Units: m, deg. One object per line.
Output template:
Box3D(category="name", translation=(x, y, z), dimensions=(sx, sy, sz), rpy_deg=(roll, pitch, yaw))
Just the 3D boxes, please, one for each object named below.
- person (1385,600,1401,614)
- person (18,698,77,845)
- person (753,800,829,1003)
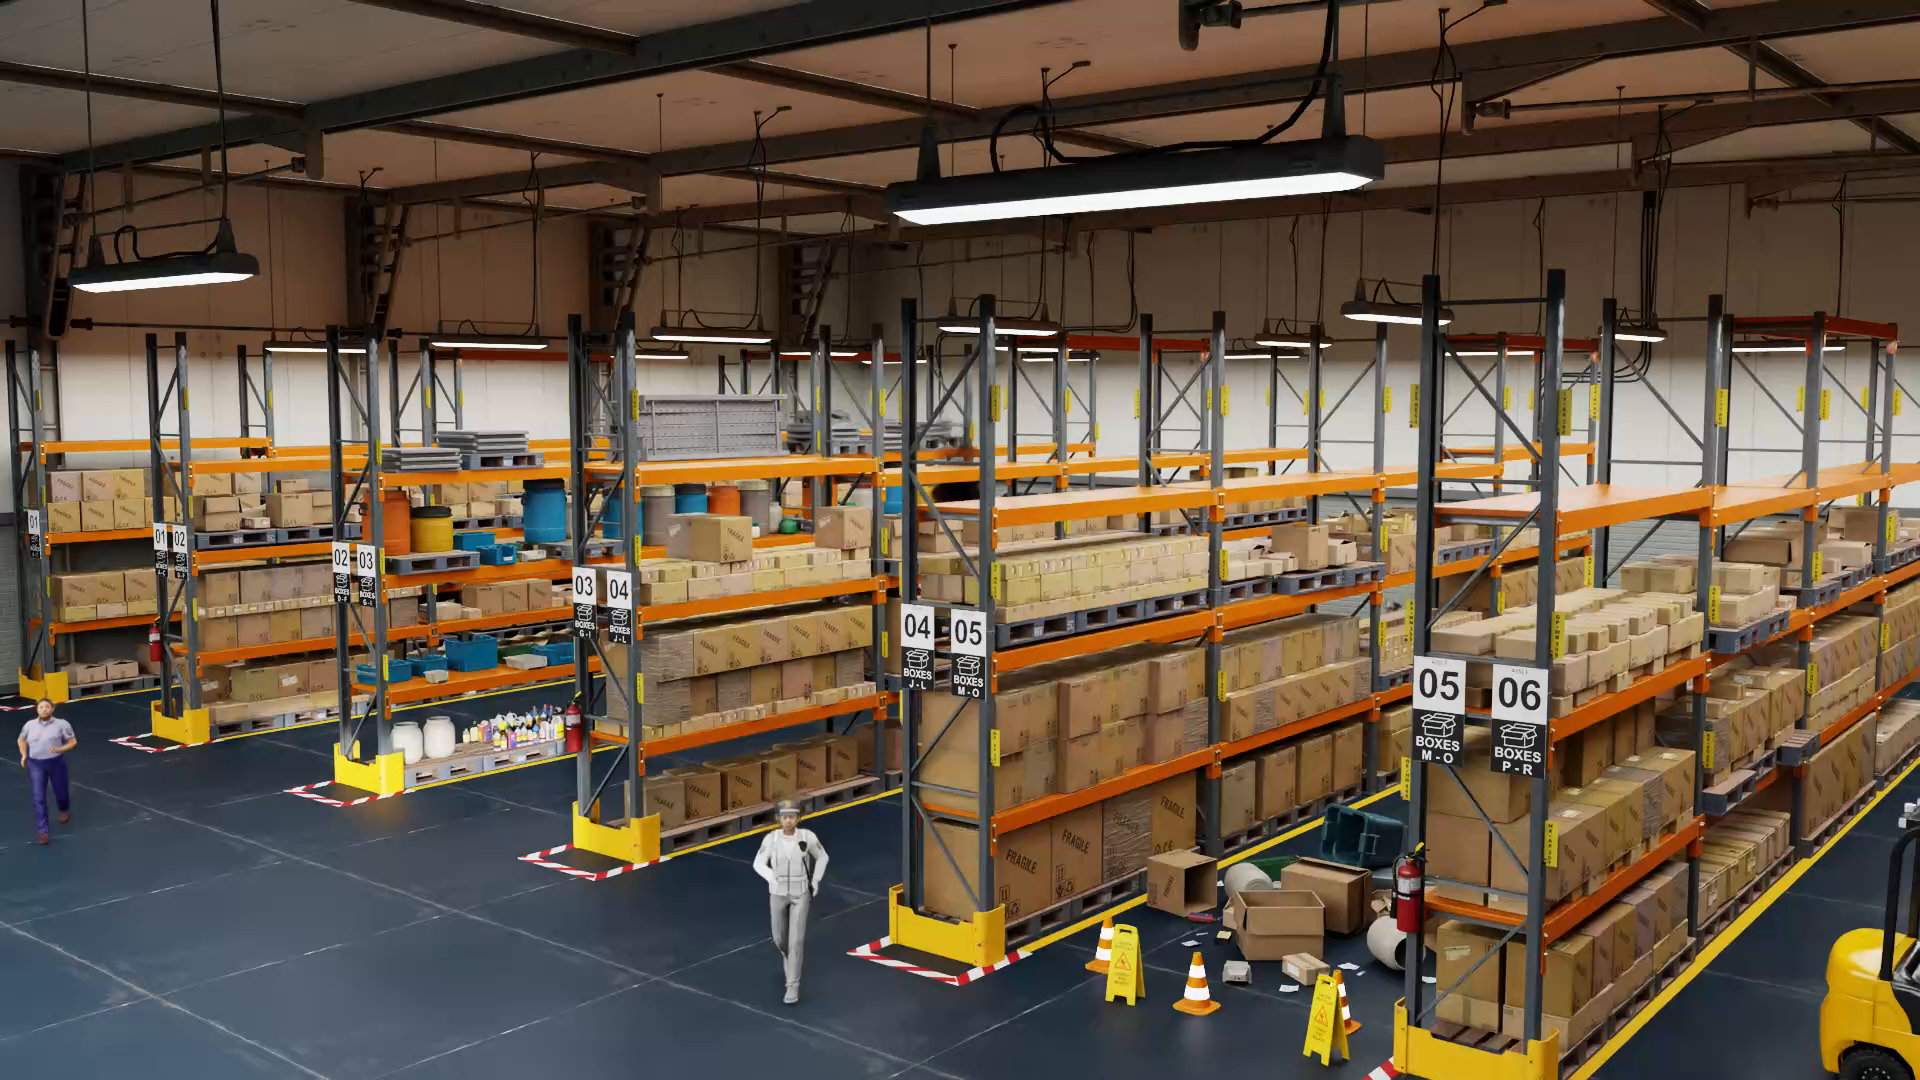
Box3D(category="person", translation=(7.033, 1.871, 26.875), dimensions=(0.669, 1.847, 0.833), rpy_deg=(5, 7, 43))
Box3D(category="person", translation=(-10.536, 2.627, 19.206), dimensions=(0.619, 1.617, 0.862), rpy_deg=(-2, 6, -23))
Box3D(category="person", translation=(-1.456, 3.038, 14.281), dimensions=(0.636, 1.676, 0.773), rpy_deg=(0, 5, 2))
